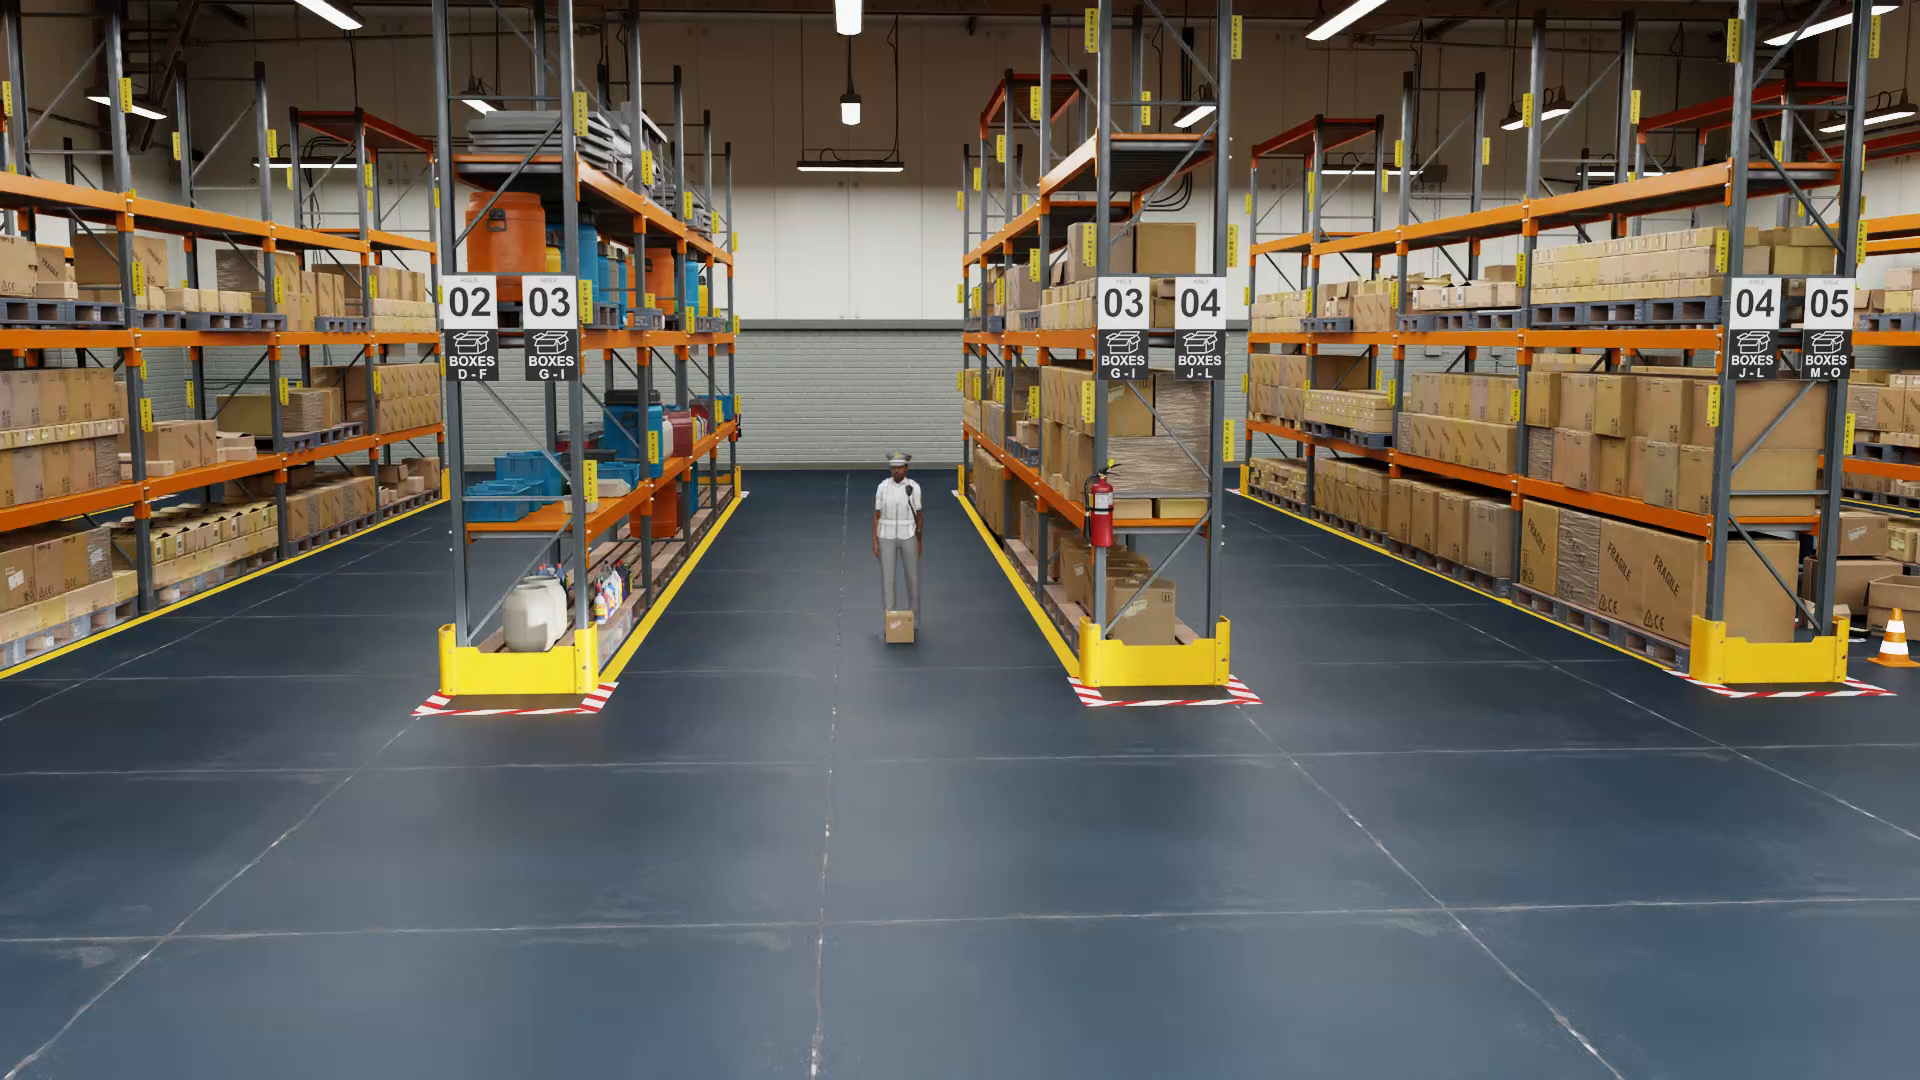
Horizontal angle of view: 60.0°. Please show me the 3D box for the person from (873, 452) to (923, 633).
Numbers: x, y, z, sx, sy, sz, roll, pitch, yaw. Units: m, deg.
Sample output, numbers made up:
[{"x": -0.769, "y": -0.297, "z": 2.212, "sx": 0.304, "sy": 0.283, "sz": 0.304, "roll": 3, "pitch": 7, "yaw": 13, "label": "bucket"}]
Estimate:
[{"x": -0.581, "y": 0.022, "z": 15.513, "sx": 0.462, "sy": 1.693, "sz": 0.553, "roll": 0, "pitch": 7, "yaw": 2, "label": "person"}]
